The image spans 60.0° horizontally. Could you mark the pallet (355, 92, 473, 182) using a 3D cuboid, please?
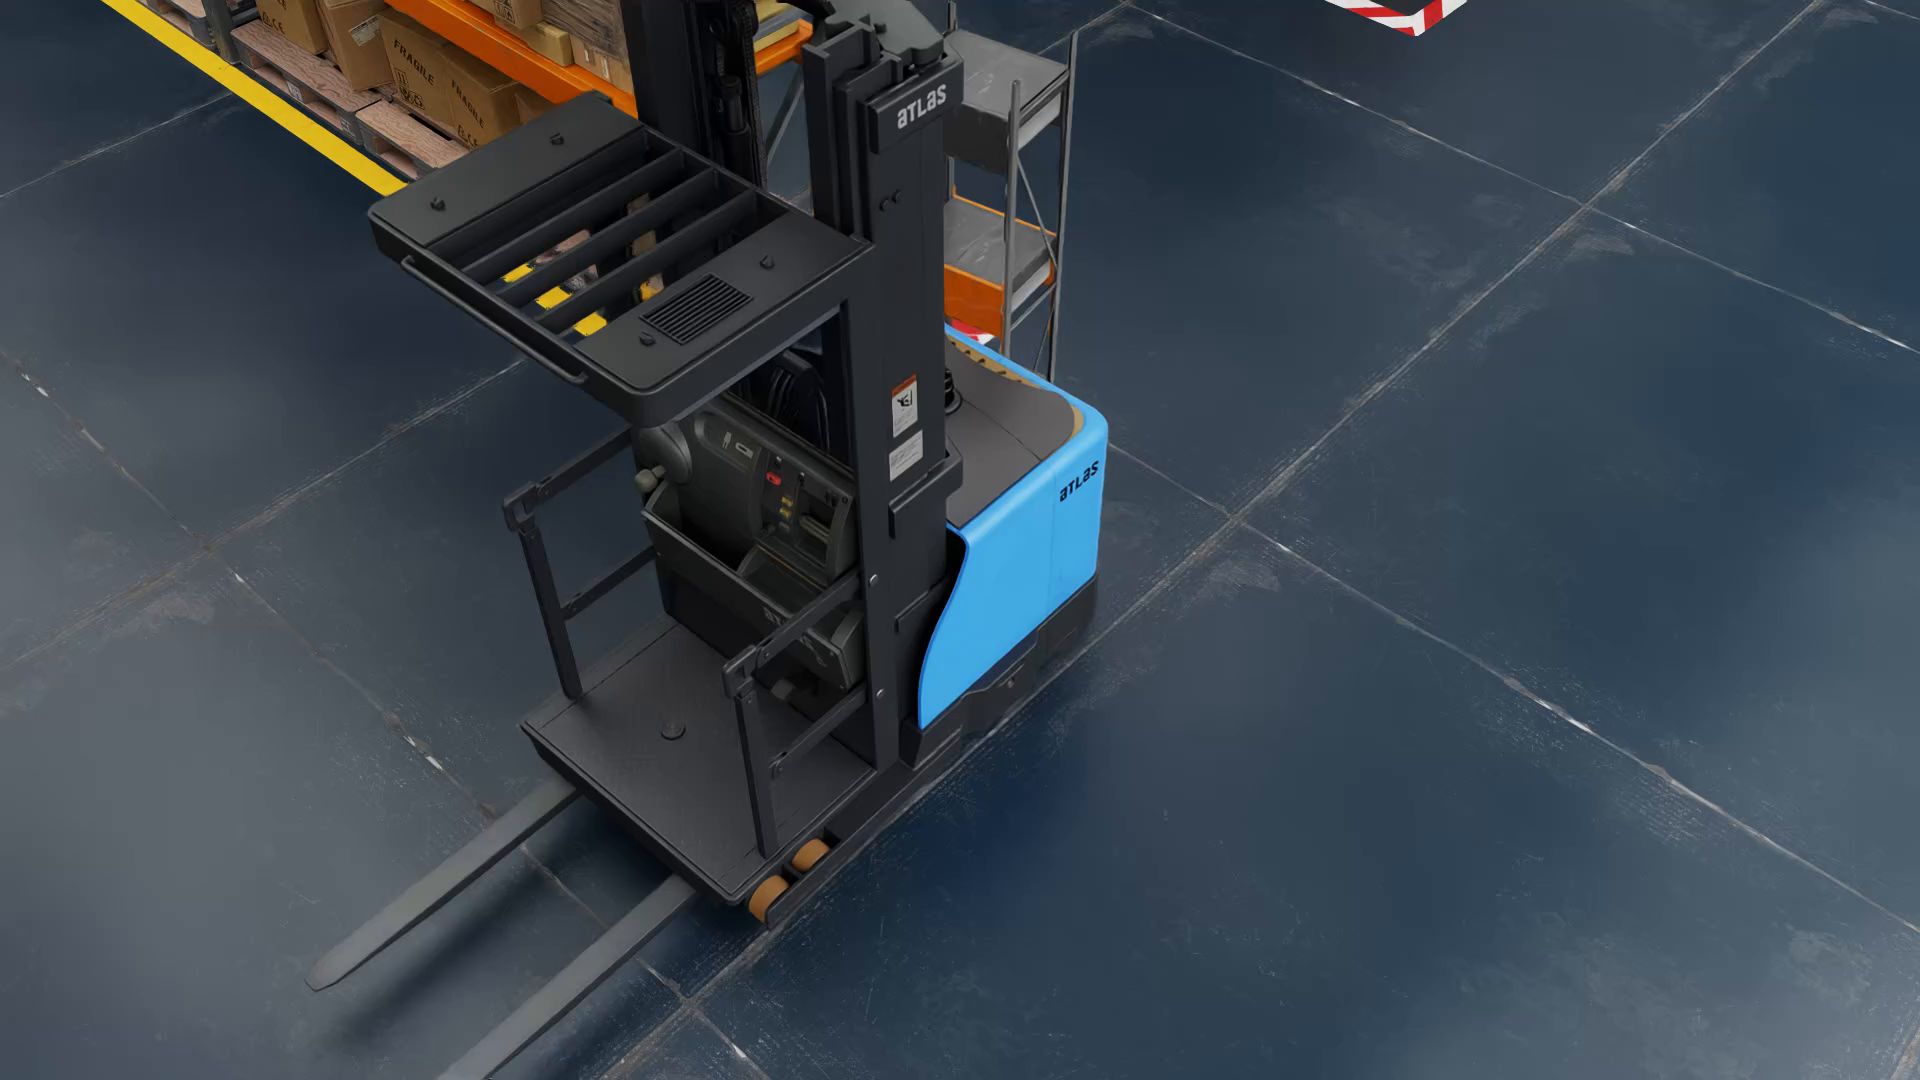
[{"bbox_3d":[-2.379,-2.117,8.702,1.213,0.211,1.003,34,55,28],"label":"pallet"}]

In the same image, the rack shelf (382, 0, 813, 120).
[{"bbox_3d":[-2.328,-2.753,7.879,4.000,0.370,1.077,34,55,28],"label":"rack shelf"}]

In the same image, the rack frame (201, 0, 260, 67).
[{"bbox_3d":[-3.797,-3.988,8.545,0.127,3.000,1.000,34,55,28],"label":"rack frame"}]

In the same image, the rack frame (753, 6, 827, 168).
[{"bbox_3d":[-0.858,-2.010,6.688,0.127,3.000,1.000,34,55,28],"label":"rack frame"}]

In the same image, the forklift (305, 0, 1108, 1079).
[{"bbox_3d":[-0.818,-0.126,4.966,1.130,2.935,3.031,33,55,27],"label":"forklift"}]

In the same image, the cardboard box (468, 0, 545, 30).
[{"bbox_3d":[-1.692,-2.616,6.984,0.500,0.500,0.875,34,55,28],"label":"cardboard box"}]

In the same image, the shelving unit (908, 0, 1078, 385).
[{"bbox_3d":[0.065,-0.964,6.318,0.503,2.100,0.431,26,51,22],"label":"shelving unit"}]

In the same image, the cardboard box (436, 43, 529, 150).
[{"bbox_3d":[-2.215,-2.213,8.305,0.500,0.500,0.500,-33,55,-27],"label":"cardboard box"}]

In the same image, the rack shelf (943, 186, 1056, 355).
[{"bbox_3d":[0.065,-0.955,6.328,0.480,0.518,0.431,26,51,22],"label":"rack shelf"}]

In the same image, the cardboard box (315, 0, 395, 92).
[{"bbox_3d":[-3.104,-2.778,8.836,0.500,0.500,0.500,-22,51,-19],"label":"cardboard box"}]

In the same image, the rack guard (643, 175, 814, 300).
[{"bbox_3d":[-0.914,-1.192,7.635,0.348,0.500,1.175,34,55,28],"label":"rack guard"}]

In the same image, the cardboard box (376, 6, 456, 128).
[{"bbox_3d":[-2.595,-2.513,8.587,0.500,0.500,0.500,29,53,25],"label":"cardboard box"}]

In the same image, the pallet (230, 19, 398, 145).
[{"bbox_3d":[-3.280,-2.720,9.268,1.213,0.211,1.003,34,55,28],"label":"pallet"}]

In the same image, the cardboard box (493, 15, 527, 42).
[{"bbox_3d":[-1.783,-2.306,7.139,0.250,0.149,0.380,34,55,28],"label":"cardboard box"}]

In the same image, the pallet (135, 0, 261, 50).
[{"bbox_3d":[-4.370,-3.418,9.923,1.213,0.211,1.003,34,55,28],"label":"pallet"}]

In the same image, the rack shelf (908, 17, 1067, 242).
[{"bbox_3d":[0.072,-1.438,5.821,0.480,0.518,0.431,26,51,22],"label":"rack shelf"}]

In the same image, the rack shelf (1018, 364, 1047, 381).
[{"bbox_3d":[0.057,-0.472,6.835,0.480,0.518,0.431,26,51,22],"label":"rack shelf"}]

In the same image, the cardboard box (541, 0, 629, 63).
[{"bbox_3d":[-1.243,-2.433,6.813,0.500,0.500,0.875,34,55,28],"label":"cardboard box"}]

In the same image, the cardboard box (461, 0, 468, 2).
[{"bbox_3d":[-2.137,-2.564,7.380,0.250,0.149,0.380,34,55,28],"label":"cardboard box"}]

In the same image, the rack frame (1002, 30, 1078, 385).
[{"bbox_3d":[0.269,-0.867,6.228,0.015,2.100,0.400,26,51,22],"label":"rack frame"}]

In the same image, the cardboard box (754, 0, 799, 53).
[{"bbox_3d":[-0.906,-2.193,7.032,0.250,0.149,0.380,34,55,28],"label":"cardboard box"}]

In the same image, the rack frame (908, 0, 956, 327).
[{"bbox_3d":[-0.140,-1.062,6.408,0.015,2.100,0.400,26,51,22],"label":"rack frame"}]

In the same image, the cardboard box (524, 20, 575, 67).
[{"bbox_3d":[-1.609,-2.174,7.015,0.250,0.149,0.380,34,55,28],"label":"cardboard box"}]

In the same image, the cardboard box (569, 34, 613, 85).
[{"bbox_3d":[-1.391,-2.078,6.925,0.250,0.149,0.380,34,55,28],"label":"cardboard box"}]

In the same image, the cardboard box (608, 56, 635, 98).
[{"bbox_3d":[-1.207,-1.955,6.808,0.250,0.149,0.380,34,55,28],"label":"cardboard box"}]

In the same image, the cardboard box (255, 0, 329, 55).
[{"bbox_3d":[-3.531,-3.057,9.098,0.500,0.500,0.500,32,55,27],"label":"cardboard box"}]

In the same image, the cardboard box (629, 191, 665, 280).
[{"bbox_3d":[-1.305,-1.616,7.745,0.500,0.500,0.500,-28,53,-24],"label":"cardboard box"}]

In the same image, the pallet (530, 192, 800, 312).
[{"bbox_3d":[-1.487,-1.514,8.135,1.213,0.211,1.003,34,55,28],"label":"pallet"}]

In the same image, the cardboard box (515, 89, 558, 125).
[{"bbox_3d":[-1.768,-1.893,8.005,0.500,0.500,0.500,-25,52,-21],"label":"cardboard box"}]
